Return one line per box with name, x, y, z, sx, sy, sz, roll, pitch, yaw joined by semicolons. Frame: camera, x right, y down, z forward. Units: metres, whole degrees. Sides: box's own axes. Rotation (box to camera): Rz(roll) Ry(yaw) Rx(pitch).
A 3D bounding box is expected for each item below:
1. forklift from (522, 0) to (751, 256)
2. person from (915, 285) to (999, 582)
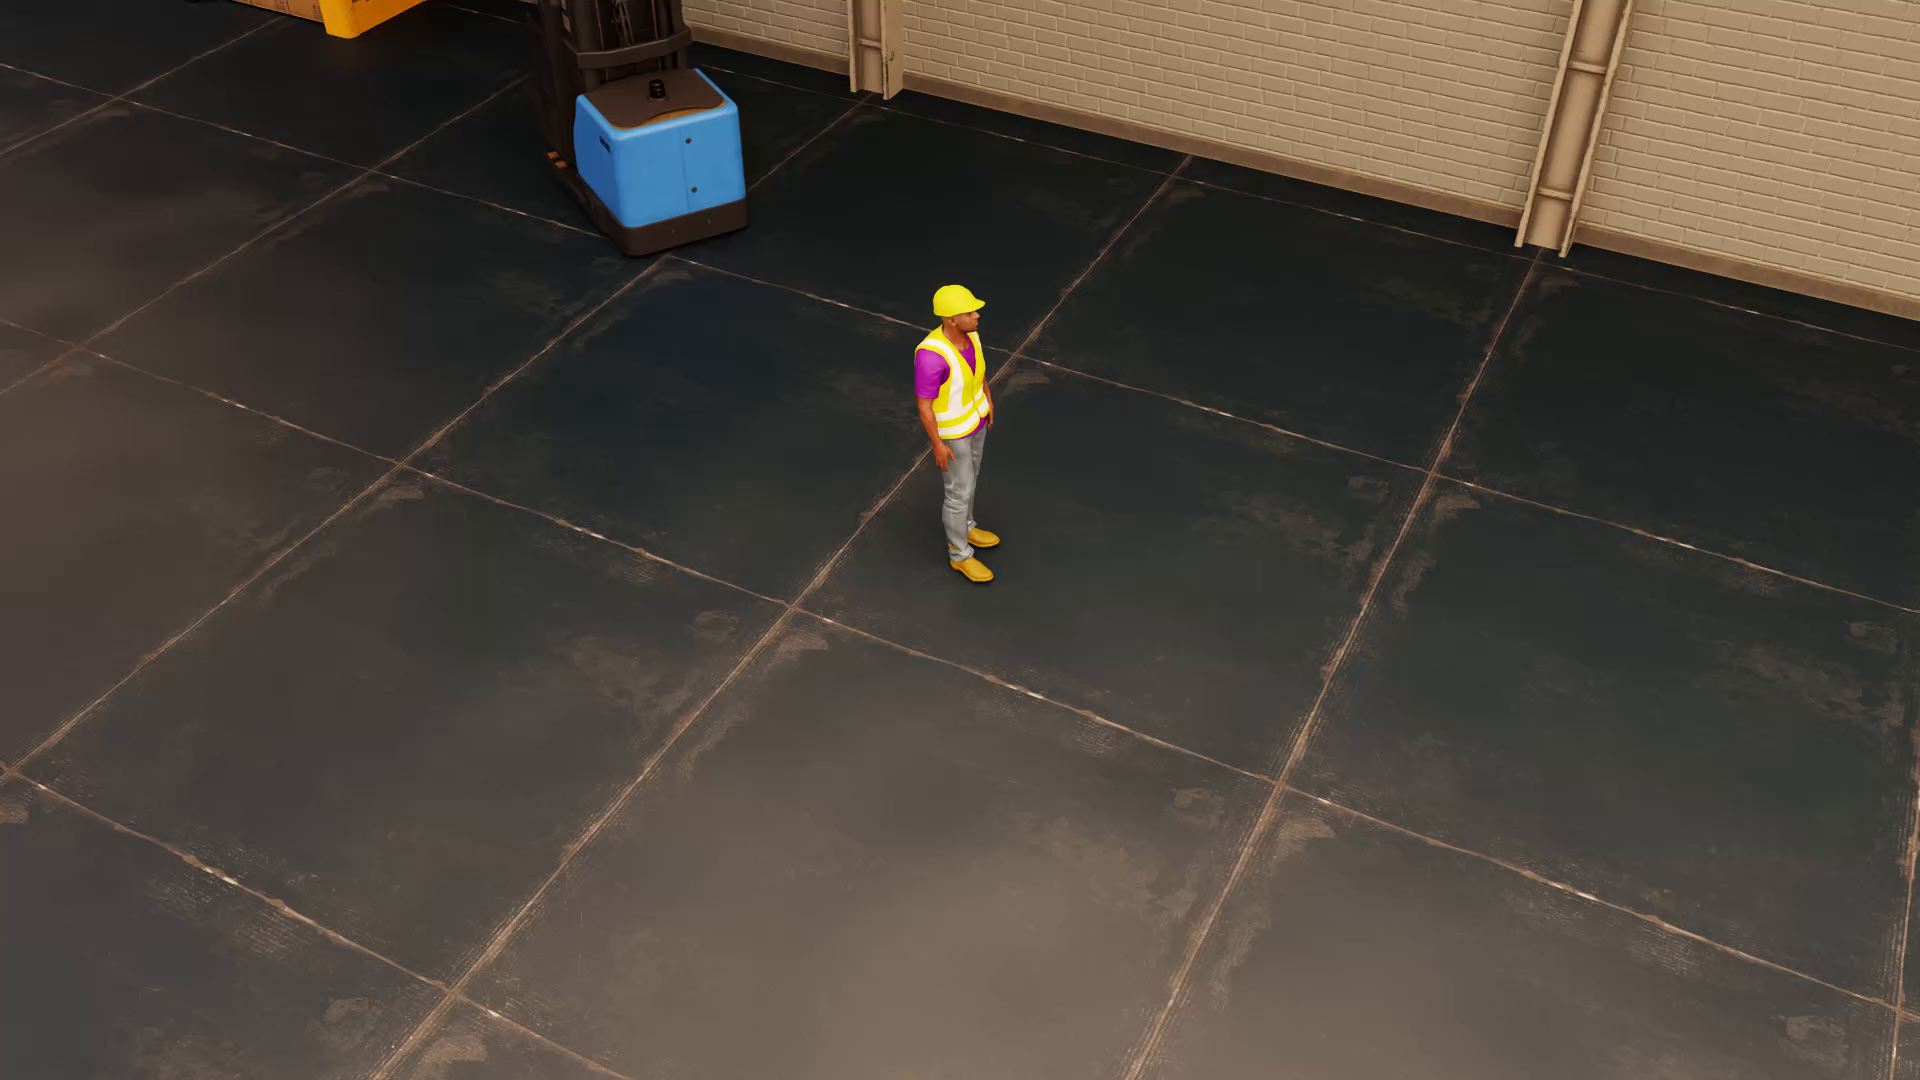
forklift;-2.825;-4.227;13.005;1.130;2.935;3.031;-20;44;-22
person;0.060;-0.656;9.660;0.575;1.766;0.665;18;43;21
